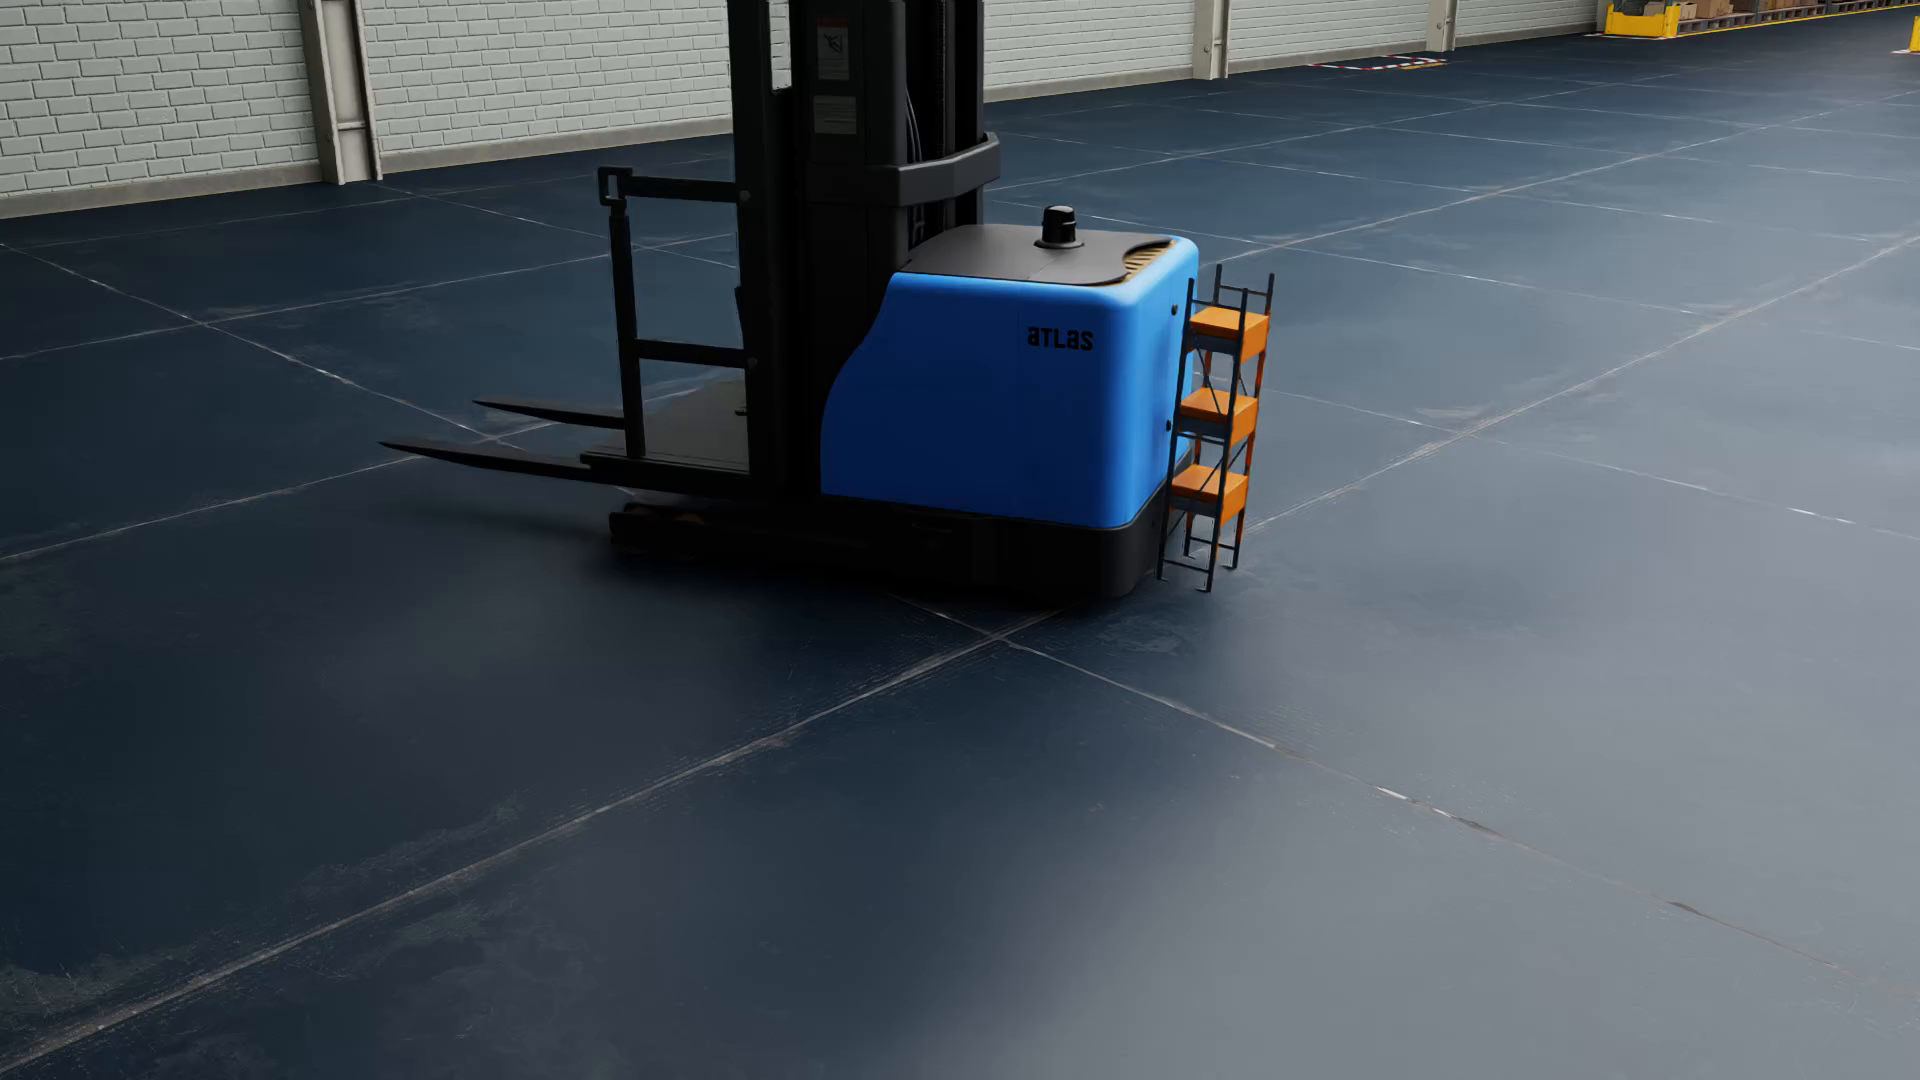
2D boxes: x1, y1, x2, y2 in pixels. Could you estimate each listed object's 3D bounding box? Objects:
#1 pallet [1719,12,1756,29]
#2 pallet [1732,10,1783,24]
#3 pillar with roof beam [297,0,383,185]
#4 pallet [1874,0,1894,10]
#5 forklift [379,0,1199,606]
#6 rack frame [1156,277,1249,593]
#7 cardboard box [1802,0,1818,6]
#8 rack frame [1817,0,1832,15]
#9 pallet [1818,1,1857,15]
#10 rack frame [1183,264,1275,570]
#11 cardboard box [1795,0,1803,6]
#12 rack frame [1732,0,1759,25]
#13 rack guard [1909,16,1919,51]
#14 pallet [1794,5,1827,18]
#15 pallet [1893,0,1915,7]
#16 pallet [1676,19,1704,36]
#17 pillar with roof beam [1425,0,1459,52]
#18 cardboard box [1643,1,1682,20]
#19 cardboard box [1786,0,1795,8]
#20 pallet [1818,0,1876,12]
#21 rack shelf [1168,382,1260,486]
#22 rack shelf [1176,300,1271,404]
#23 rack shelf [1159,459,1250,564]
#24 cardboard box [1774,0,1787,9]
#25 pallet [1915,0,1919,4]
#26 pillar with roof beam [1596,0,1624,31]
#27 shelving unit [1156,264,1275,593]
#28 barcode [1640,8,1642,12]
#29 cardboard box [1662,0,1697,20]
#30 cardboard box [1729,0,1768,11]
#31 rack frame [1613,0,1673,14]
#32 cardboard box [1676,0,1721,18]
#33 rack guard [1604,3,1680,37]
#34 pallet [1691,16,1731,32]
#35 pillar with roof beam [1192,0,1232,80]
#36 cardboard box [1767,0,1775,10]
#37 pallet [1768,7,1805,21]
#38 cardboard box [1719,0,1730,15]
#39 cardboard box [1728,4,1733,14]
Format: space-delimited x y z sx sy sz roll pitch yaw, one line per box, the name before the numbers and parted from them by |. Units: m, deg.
pallet | 14.140 -9.729 31.093 1.003 0.211 1.213 19 28 41
pallet | 15.125 -10.111 32.087 1.003 0.211 1.213 19 28 41
pillar with roof beam | -1.997 -6.134 9.491 9.100 9.000 0.400 19 28 41
pallet | 19.679 -11.750 36.350 1.003 0.211 1.213 19 28 41
forklift | -0.718 -1.463 5.796 3.031 2.935 1.130 8 22 19
rack frame | 0.788 -0.328 5.447 0.200 1.050 0.008 15 25 26
cardboard box | 16.908 -11.081 33.594 0.500 0.500 0.700 -20 29 -41
rack frame | 17.373 -12.240 33.740 1.000 3.000 0.127 19 28 41
pallet | 17.977 -11.123 34.718 1.003 0.211 1.213 19 28 41
rack frame | 0.908 -0.405 5.646 0.200 1.050 0.008 15 25 26
cardboard box | 16.466 -10.978 33.325 0.700 0.500 0.500 19 28 41
rack frame | 14.583 -11.212 31.065 1.000 3.000 0.127 19 28 41
rack guard | 15.327 -7.772 25.599 1.175 0.500 0.348 19 28 41
pallet | 16.827 -10.738 33.719 1.003 0.211 1.213 19 28 41
pallet | 20.750 -12.143 37.373 1.003 0.211 1.213 19 28 41
pallet | 12.437 -9.102 29.461 1.003 0.211 1.213 19 28 41
pillar with roof beam | 10.560 -10.761 21.529 9.100 9.000 0.400 19 28 41
cardboard box | 12.340 -9.290 29.197 0.500 0.311 0.500 15 26 35
cardboard box | 16.139 -10.843 32.975 0.700 0.500 0.500 19 28 40
pallet | 18.828 -11.435 35.530 1.003 0.211 1.213 19 28 41
rack shelf | 0.847 -0.357 5.551 0.215 0.259 0.240 15 25 26
rack shelf | 0.863 -0.618 5.441 0.215 0.259 0.240 15 25 26
rack shelf | 0.832 -0.101 5.658 0.215 0.259 0.240 15 25 26
cardboard box | 15.794 -10.711 32.631 0.700 0.500 0.500 20 28 41
pallet | 21.601 -12.458 38.193 1.003 0.211 1.213 19 28 41
pillar with roof beam | 14.745 -12.303 25.542 9.100 9.000 0.400 19 28 41
shelving unit | 0.848 -0.366 5.546 0.215 1.050 0.252 15 25 26
barcode | 12.066 -9.399 29.468 0.001 0.075 0.075 19 28 41
cardboard box | 12.737 -9.436 29.579 0.500 0.311 0.500 -17 27 -38
cardboard box | 15.084 -10.444 31.937 0.500 0.500 0.700 -19 28 -40
rack frame | 11.792 -10.184 28.390 1.000 3.000 0.127 19 28 41
cardboard box | 13.285 -9.701 30.003 0.700 0.500 0.500 17 27 37
rack guard | 11.845 -9.037 28.889 1.175 0.500 0.348 19 28 41
pallet | 13.288 -9.414 30.273 1.003 0.211 1.213 19 28 41
pillar with roof beam | 6.374 -9.219 17.516 9.100 9.000 0.400 19 28 41
cardboard box | 15.409 -10.590 32.316 0.700 0.500 0.500 19 28 40
pallet | 15.976 -10.426 32.907 1.003 0.211 1.213 19 28 41
cardboard box | 13.887 -9.974 30.714 0.500 0.500 0.500 17 27 37
cardboard box | 14.231 -9.950 31.117 0.380 0.166 0.250 15 26 34
